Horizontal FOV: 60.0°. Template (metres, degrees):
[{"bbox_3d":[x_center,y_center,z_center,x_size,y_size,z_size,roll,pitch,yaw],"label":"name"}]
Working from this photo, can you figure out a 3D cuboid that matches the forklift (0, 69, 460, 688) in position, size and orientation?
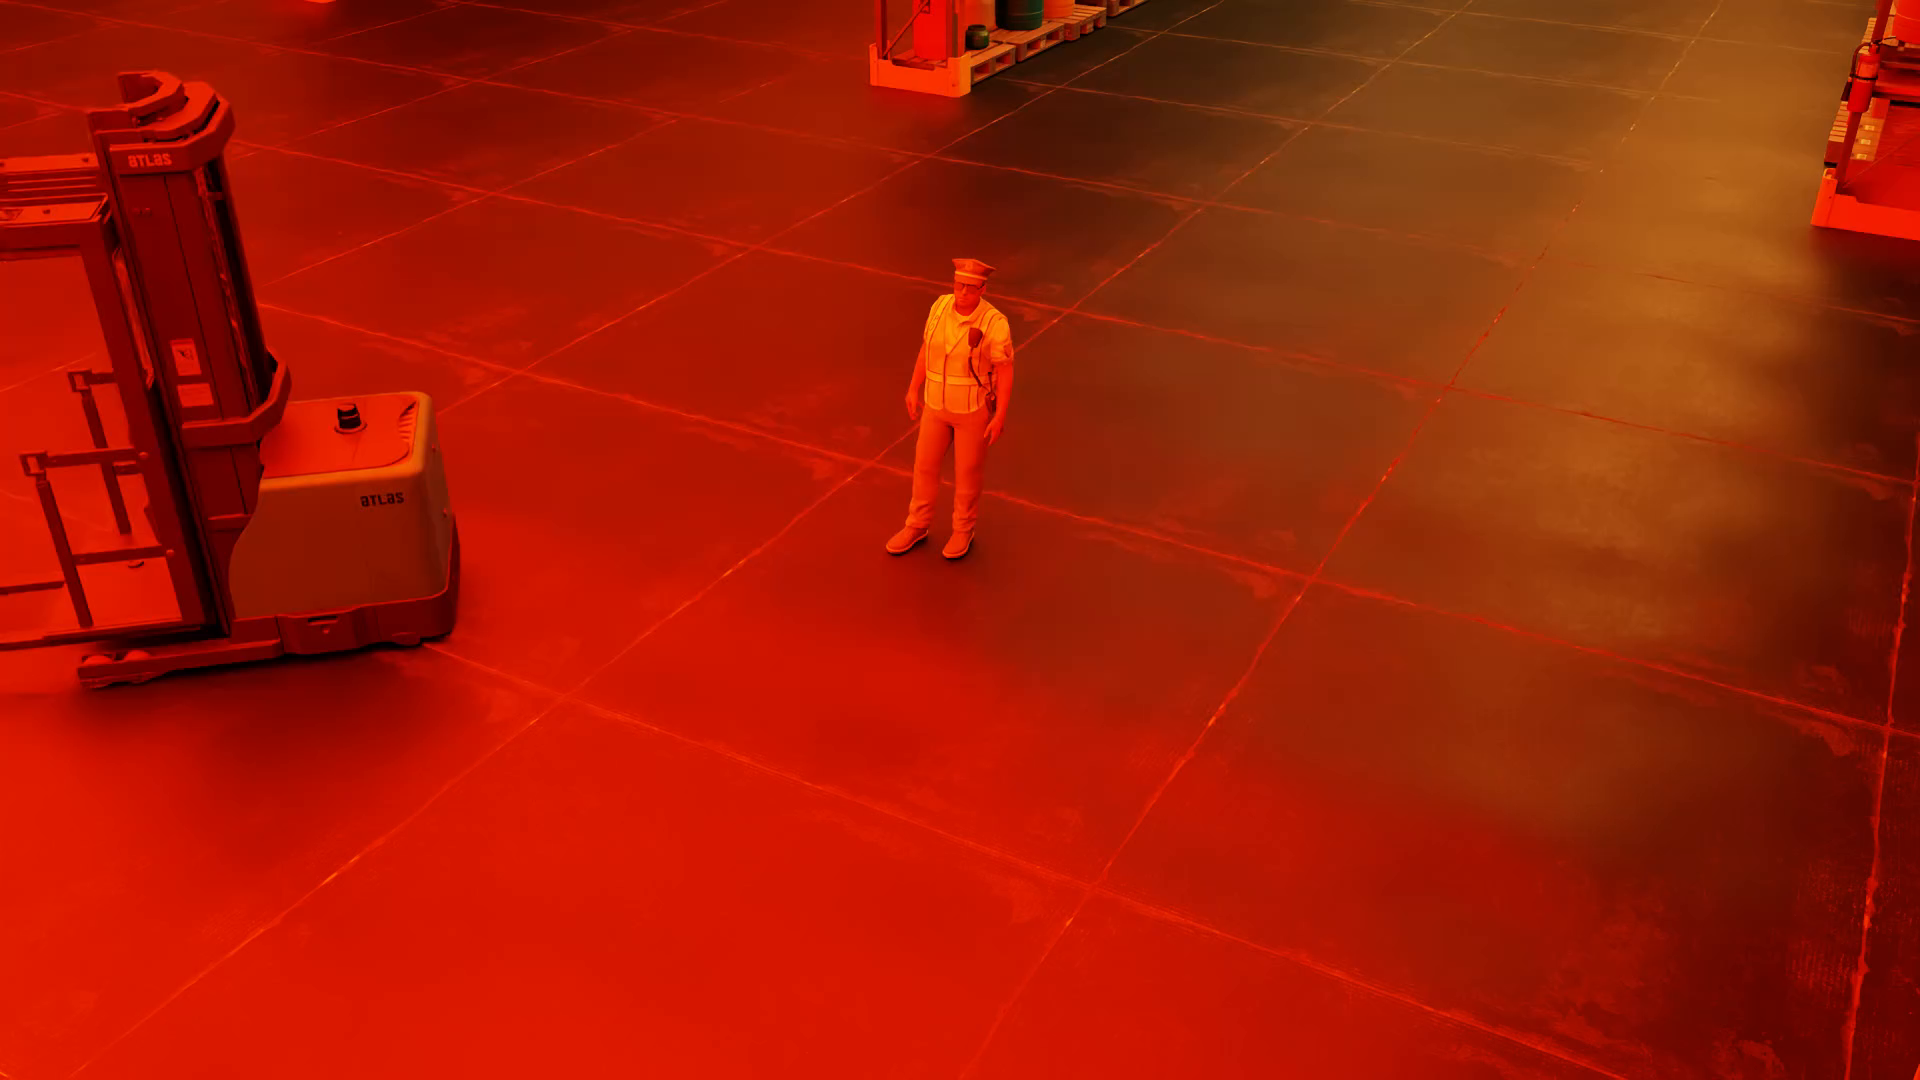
[{"bbox_3d":[-4.325,-0.789,8.437,3.031,2.935,1.130,-6,31,-11],"label":"forklift"}]

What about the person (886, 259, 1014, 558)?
[{"bbox_3d":[-0.048,-0.746,9.500,0.641,1.778,0.574,15,33,25],"label":"person"}]
